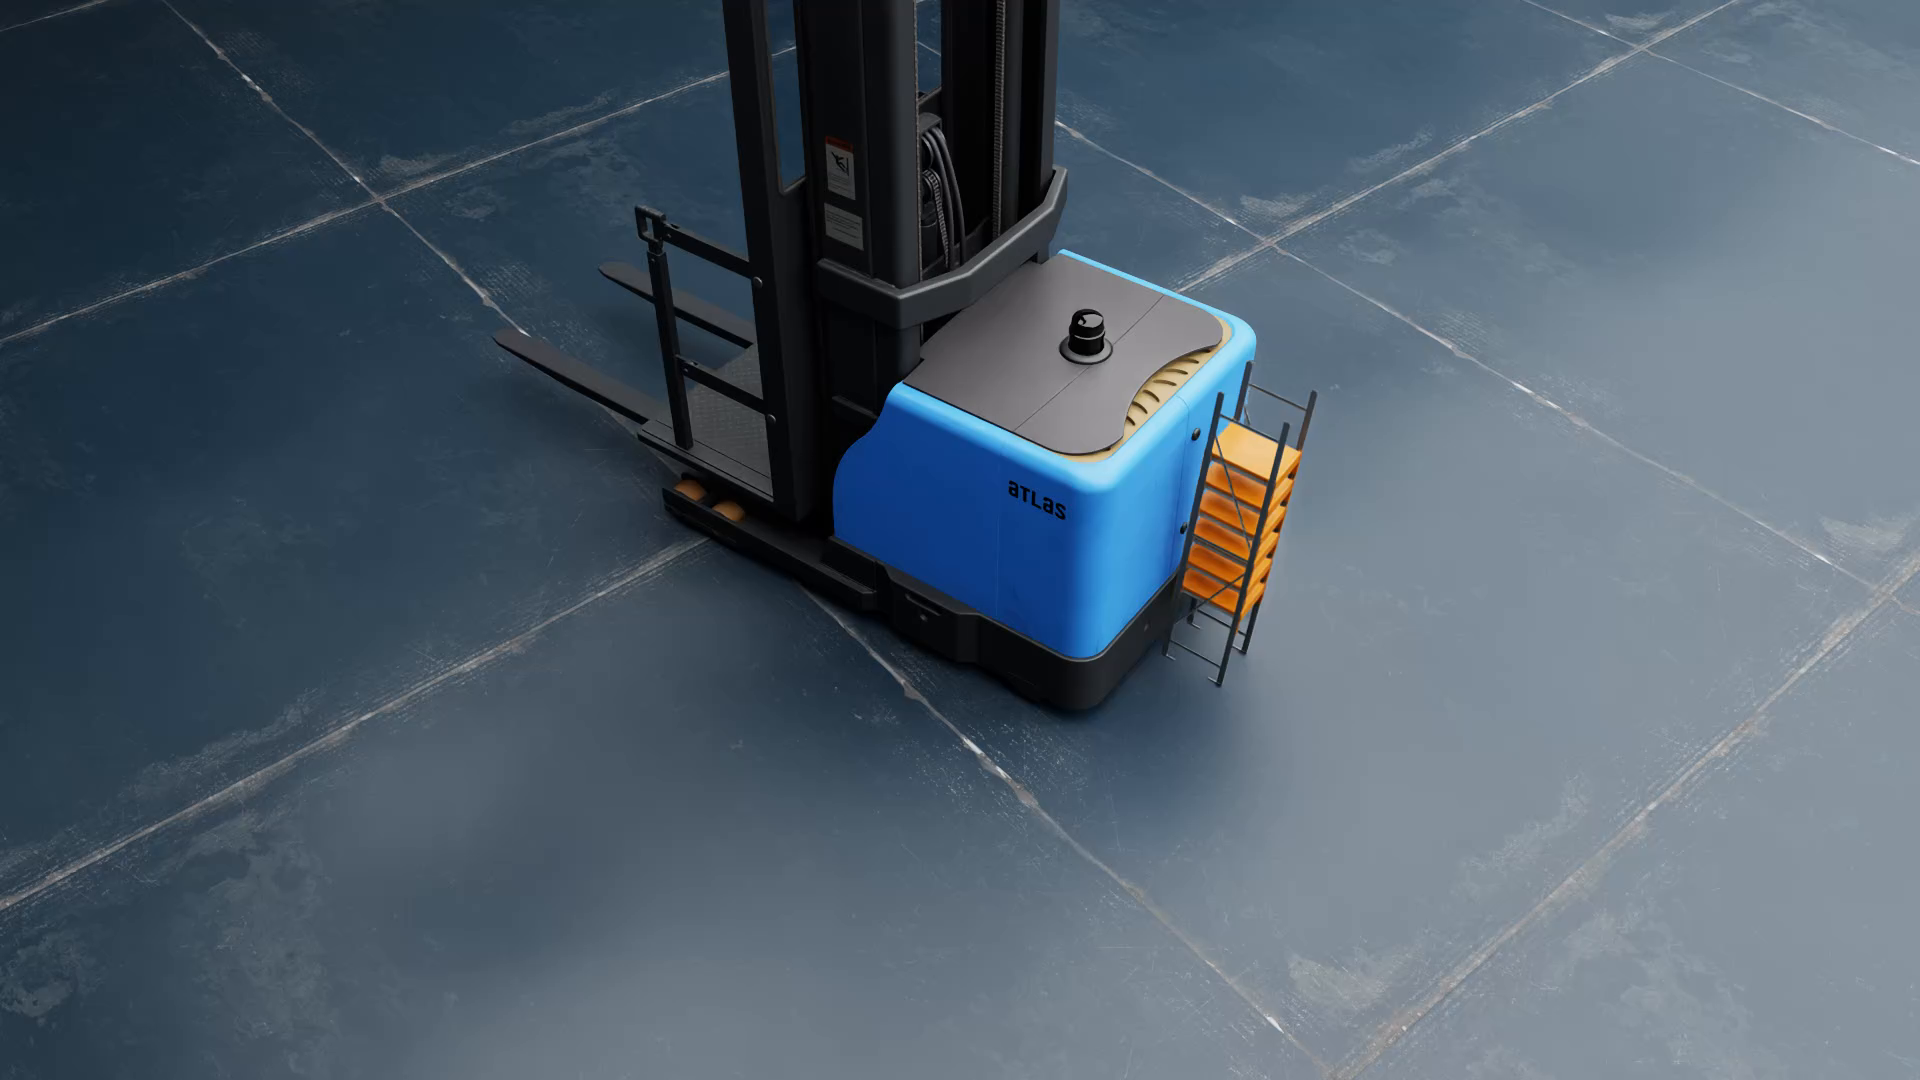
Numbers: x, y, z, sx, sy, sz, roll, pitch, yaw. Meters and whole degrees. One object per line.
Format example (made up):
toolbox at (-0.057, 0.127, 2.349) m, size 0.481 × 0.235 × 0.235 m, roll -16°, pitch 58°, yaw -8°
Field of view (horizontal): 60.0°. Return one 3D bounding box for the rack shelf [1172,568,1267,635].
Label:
rack shelf at (0.870, 0.176, 5.588) m, size 0.258 × 0.103 × 0.180 m, roll 28°, pitch 50°, yaw 22°

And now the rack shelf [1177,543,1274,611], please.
rack shelf at (0.877, 0.093, 5.502) m, size 0.258 × 0.103 × 0.180 m, roll 28°, pitch 50°, yaw 22°

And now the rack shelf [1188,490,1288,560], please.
rack shelf at (0.890, -0.075, 5.331) m, size 0.258 × 0.103 × 0.180 m, roll 28°, pitch 50°, yaw 22°

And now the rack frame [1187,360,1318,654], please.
rack frame at (0.938, -0.074, 5.440) m, size 0.240 × 1.200 × 0.006 m, roll 28°, pitch 50°, yaw 22°

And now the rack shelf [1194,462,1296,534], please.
rack shelf at (0.897, -0.159, 5.246) m, size 0.258 × 0.103 × 0.180 m, roll 28°, pitch 50°, yaw 22°

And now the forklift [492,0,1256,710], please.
forklift at (-0.503, -1.319, 5.514) m, size 3.031 × 2.935 × 1.130 m, roll 26°, pitch 49°, yaw 25°

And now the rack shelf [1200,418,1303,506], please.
rack shelf at (0.904, -0.243, 5.160) m, size 0.258 × 0.103 × 0.180 m, roll 28°, pitch 50°, yaw 22°

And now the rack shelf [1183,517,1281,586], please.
rack shelf at (0.884, 0.009, 5.417) m, size 0.258 × 0.103 × 0.180 m, roll 28°, pitch 50°, yaw 22°

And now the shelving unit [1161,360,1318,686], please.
shelving unit at (0.886, -0.022, 5.385) m, size 0.258 × 1.200 × 0.189 m, roll 28°, pitch 50°, yaw 22°

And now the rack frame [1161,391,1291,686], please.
rack frame at (0.834, 0.029, 5.330) m, size 0.240 × 1.200 × 0.006 m, roll 28°, pitch 50°, yaw 22°
